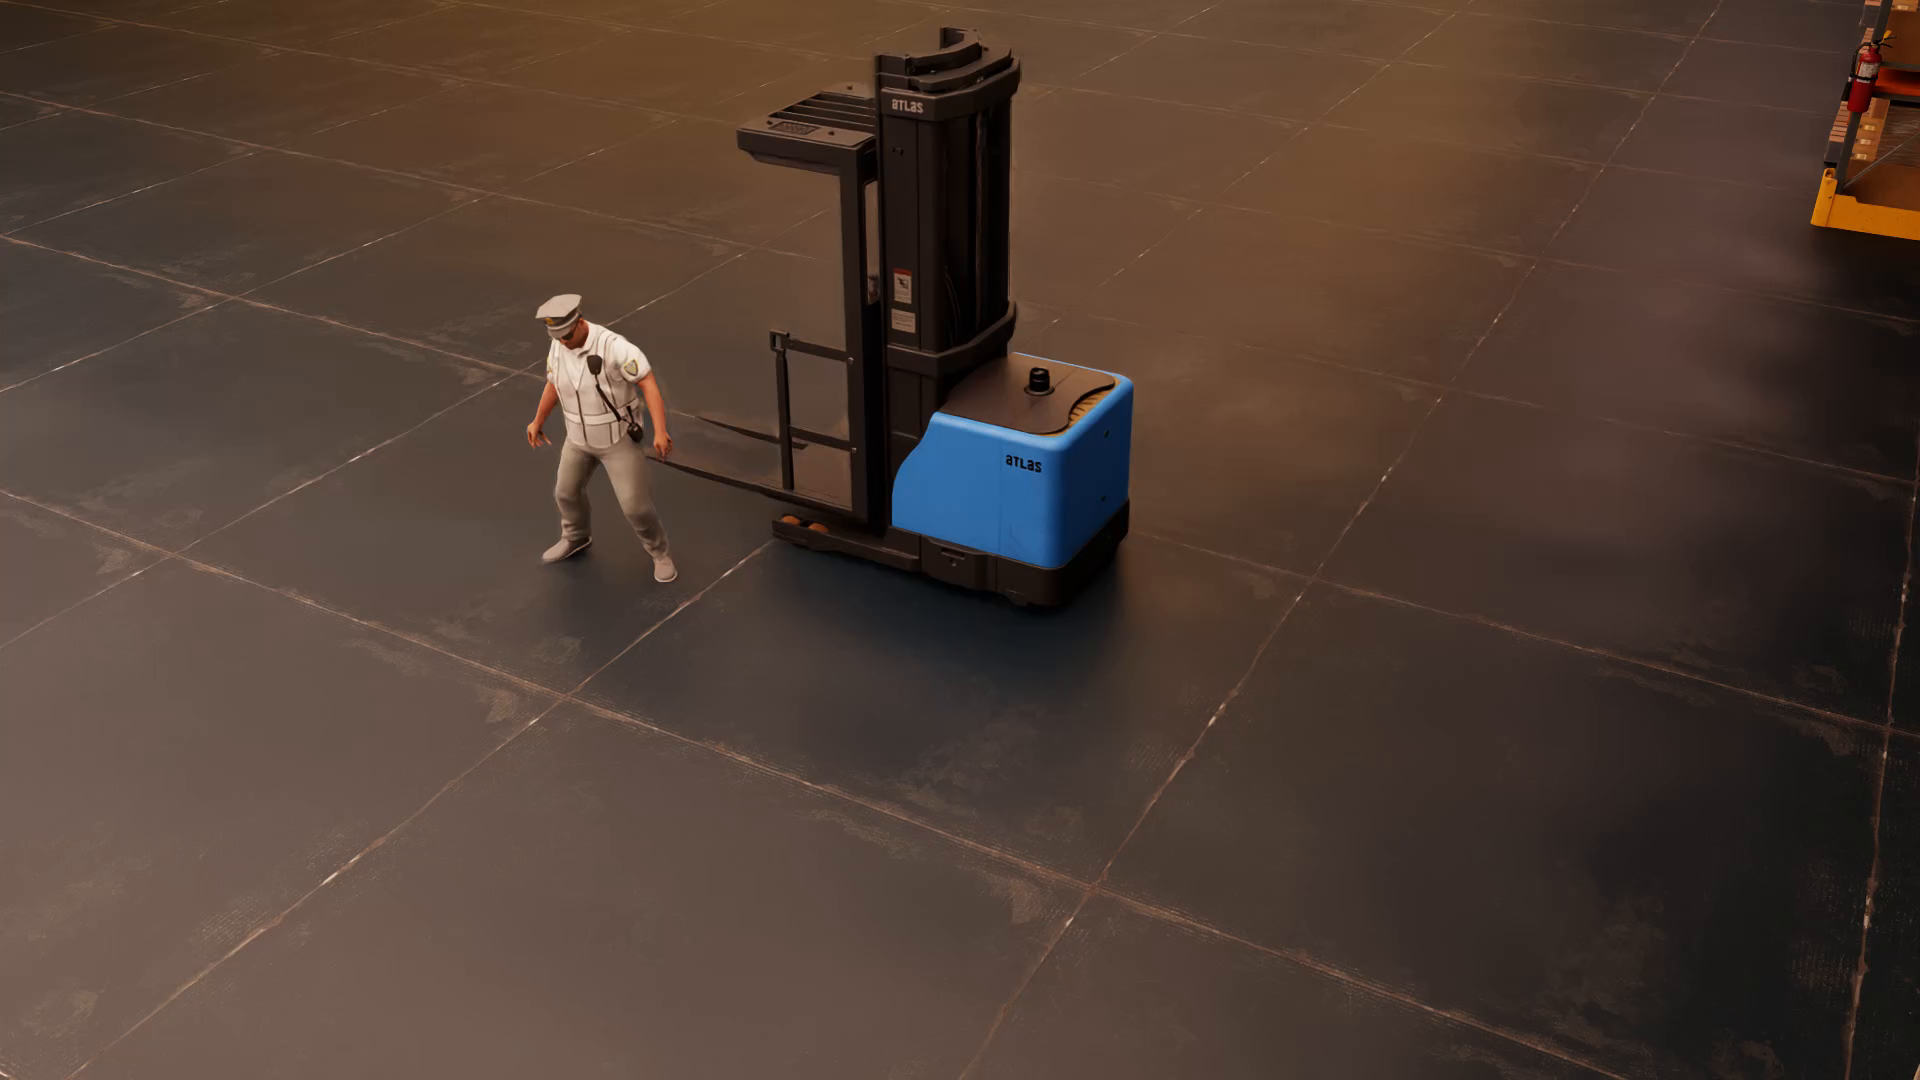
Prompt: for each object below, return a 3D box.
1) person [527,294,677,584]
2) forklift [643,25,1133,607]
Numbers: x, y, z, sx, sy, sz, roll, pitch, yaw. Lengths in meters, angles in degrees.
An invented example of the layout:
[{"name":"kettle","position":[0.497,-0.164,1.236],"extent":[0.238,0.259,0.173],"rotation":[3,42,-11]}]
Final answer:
[{"name":"person","position":[-2.034,-0.572,9.331],"extent":[0.947,1.709,0.451],"rotation":[10,32,17]},{"name":"forklift","position":[-0.540,-1.413,9.519],"extent":[3.031,2.935,1.130],"rotation":[15,33,25]}]
